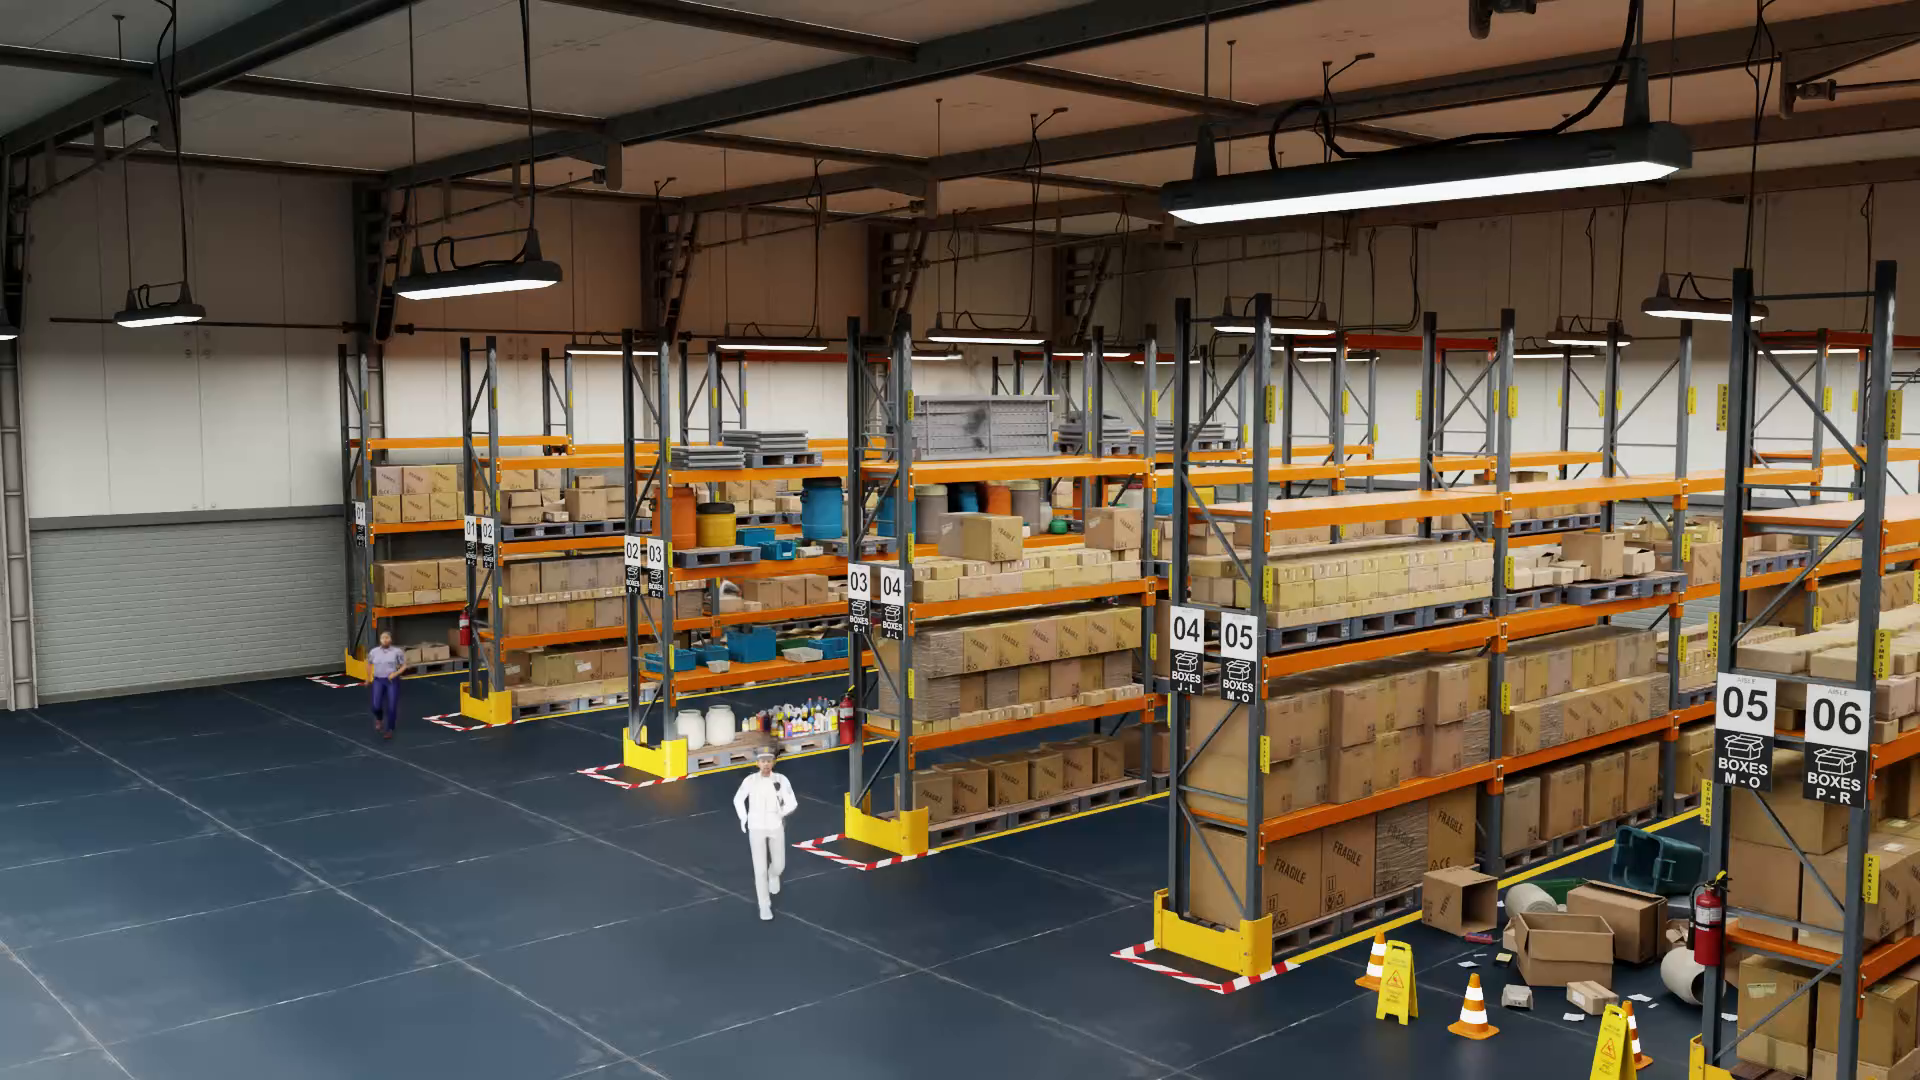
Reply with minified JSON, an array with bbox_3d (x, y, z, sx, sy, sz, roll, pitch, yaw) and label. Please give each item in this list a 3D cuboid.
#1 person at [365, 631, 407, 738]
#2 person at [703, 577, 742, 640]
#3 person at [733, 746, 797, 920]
[{"bbox_3d":[-8.548,2.158,24.750,0.612,1.605,0.547,-1,5,-12],"label":"person"},{"bbox_3d":[-4.581,1.396,31.826,0.657,1.804,0.918,5,7,44],"label":"person"},{"bbox_3d":[-1.931,2.856,16.512,0.625,1.661,0.785,-1,5,-9],"label":"person"}]
